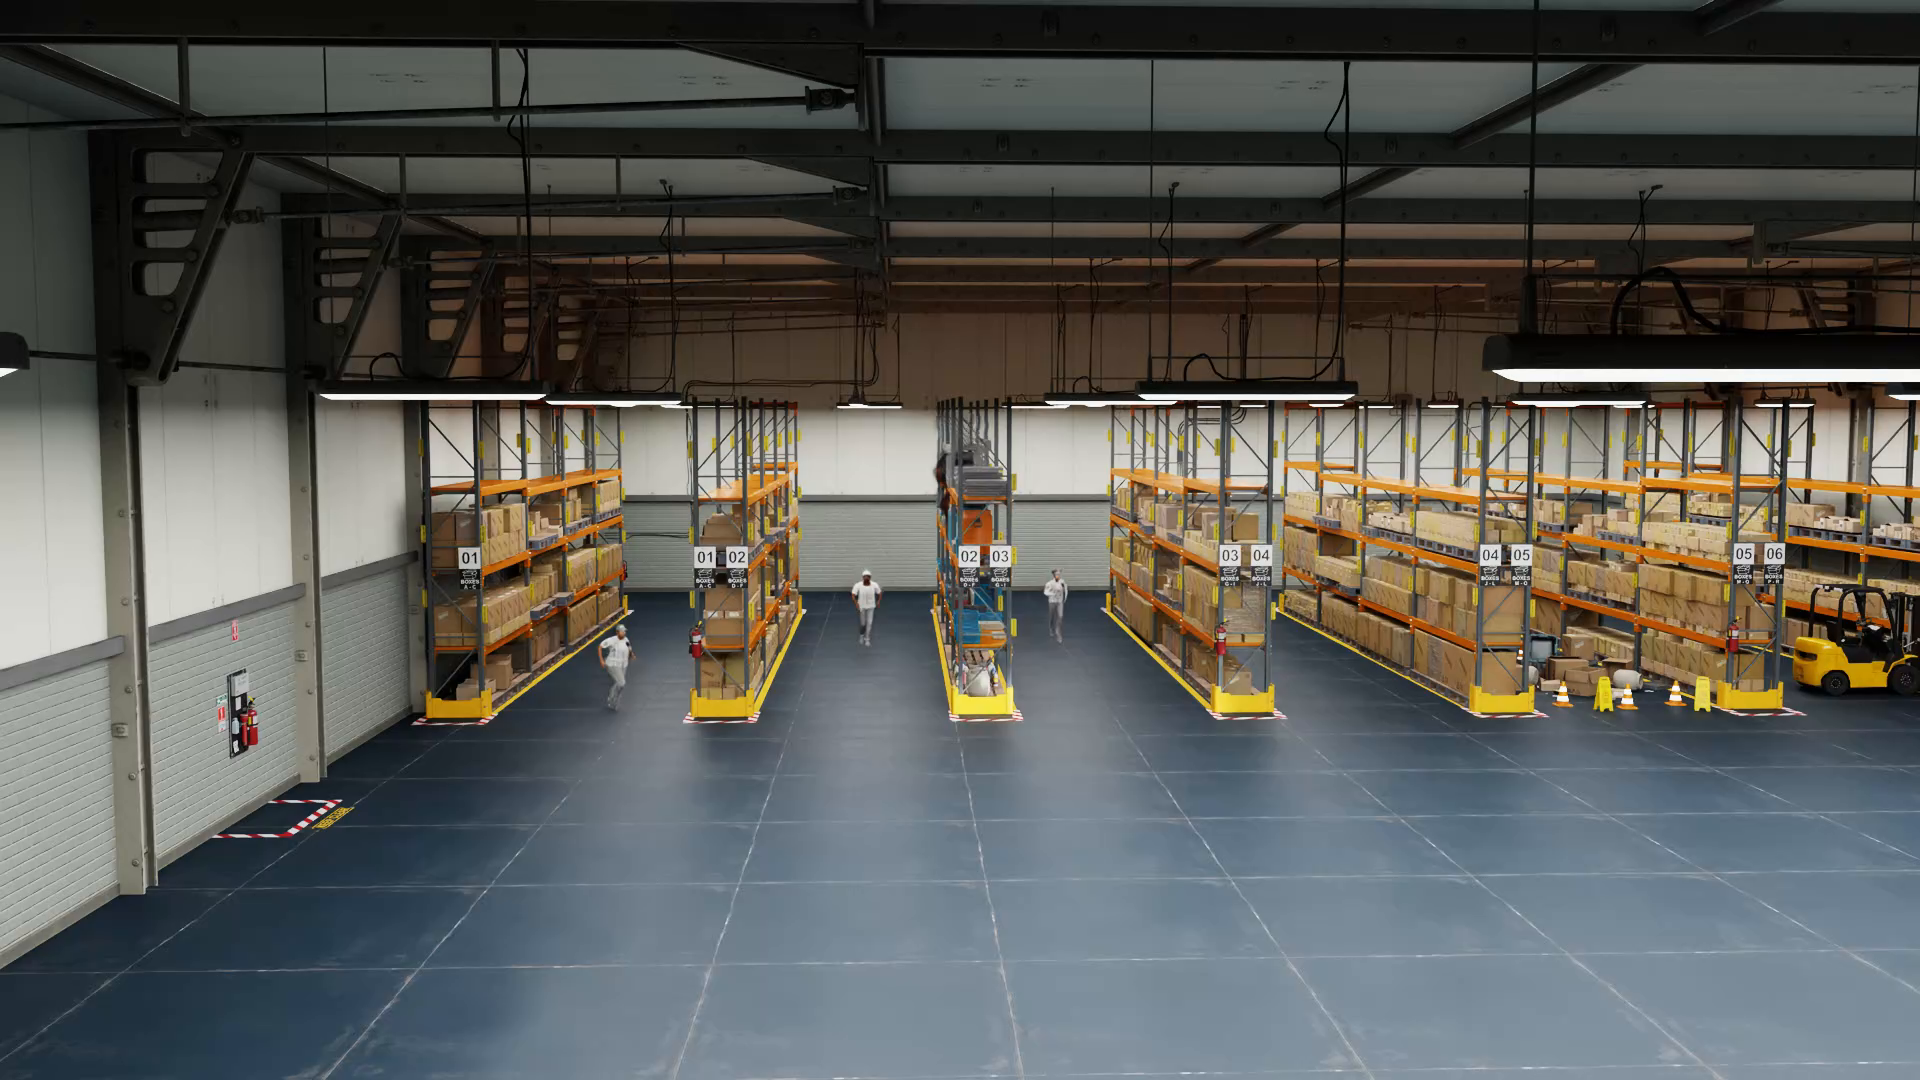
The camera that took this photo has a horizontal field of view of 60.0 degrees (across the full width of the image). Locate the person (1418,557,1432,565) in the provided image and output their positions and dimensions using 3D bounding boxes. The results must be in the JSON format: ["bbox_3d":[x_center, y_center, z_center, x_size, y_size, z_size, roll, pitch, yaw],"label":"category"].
[{"bbox_3d":[13.725,1.120,49.301,0.765,1.634,0.576,0,4,4],"label":"person"}]

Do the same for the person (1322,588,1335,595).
[{"bbox_3d":[10.752,1.149,48.644,0.621,1.715,0.737,4,6,40],"label":"person"}]

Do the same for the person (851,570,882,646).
[{"bbox_3d":[-2.162,1.579,38.733,0.723,1.754,0.579,-1,4,-8],"label":"person"}]

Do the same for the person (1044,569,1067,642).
[{"bbox_3d":[2.320,1.560,40.304,0.638,1.750,0.855,-1,5,-13],"label":"person"}]

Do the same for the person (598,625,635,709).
[{"bbox_3d":[-6.579,2.441,31.940,0.775,1.630,0.640,3,5,36],"label":"person"}]
